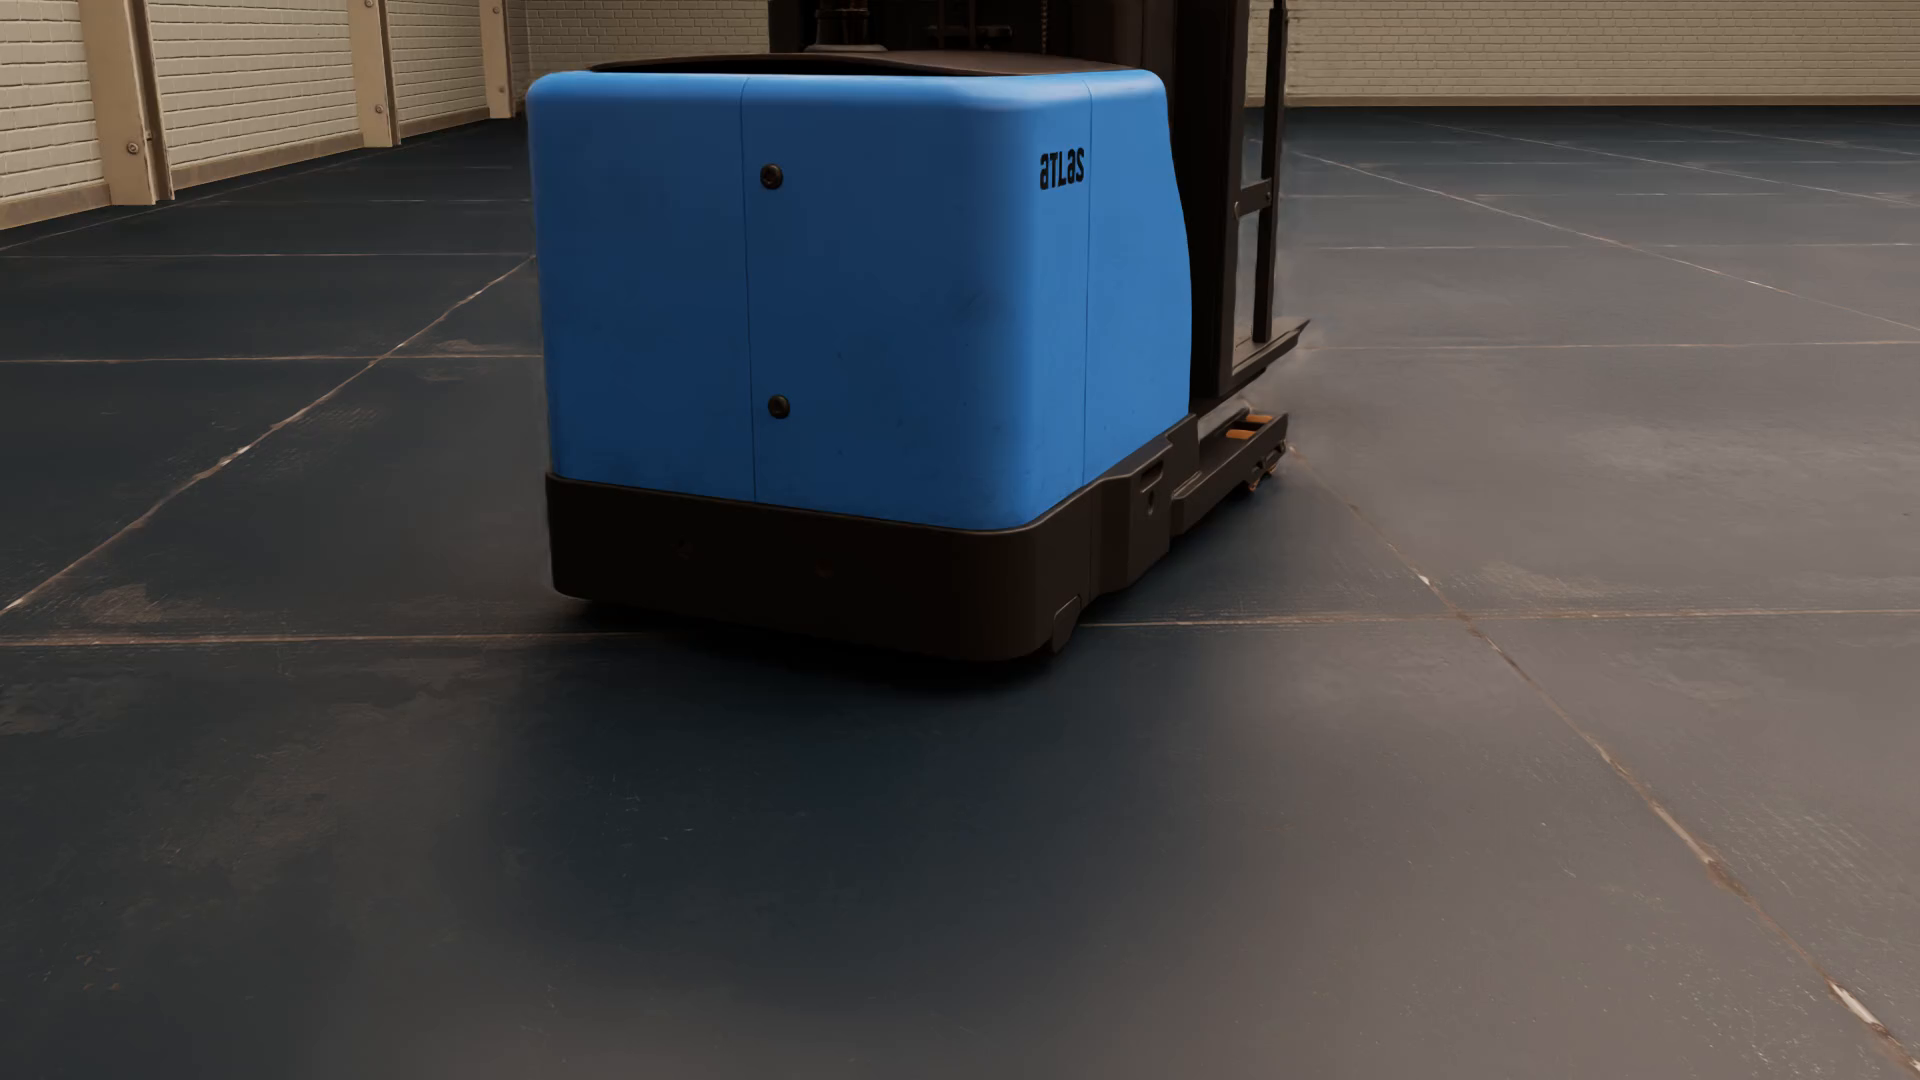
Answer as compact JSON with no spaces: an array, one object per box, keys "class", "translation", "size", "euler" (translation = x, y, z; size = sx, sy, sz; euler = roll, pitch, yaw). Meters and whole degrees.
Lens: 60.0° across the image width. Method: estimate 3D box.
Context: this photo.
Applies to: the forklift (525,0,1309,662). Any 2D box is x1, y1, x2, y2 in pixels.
[{"class":"forklift","translation":[0.240,-1.572,4.045],"size":[1.130,2.935,3.031],"euler":[8,19,23]}]
